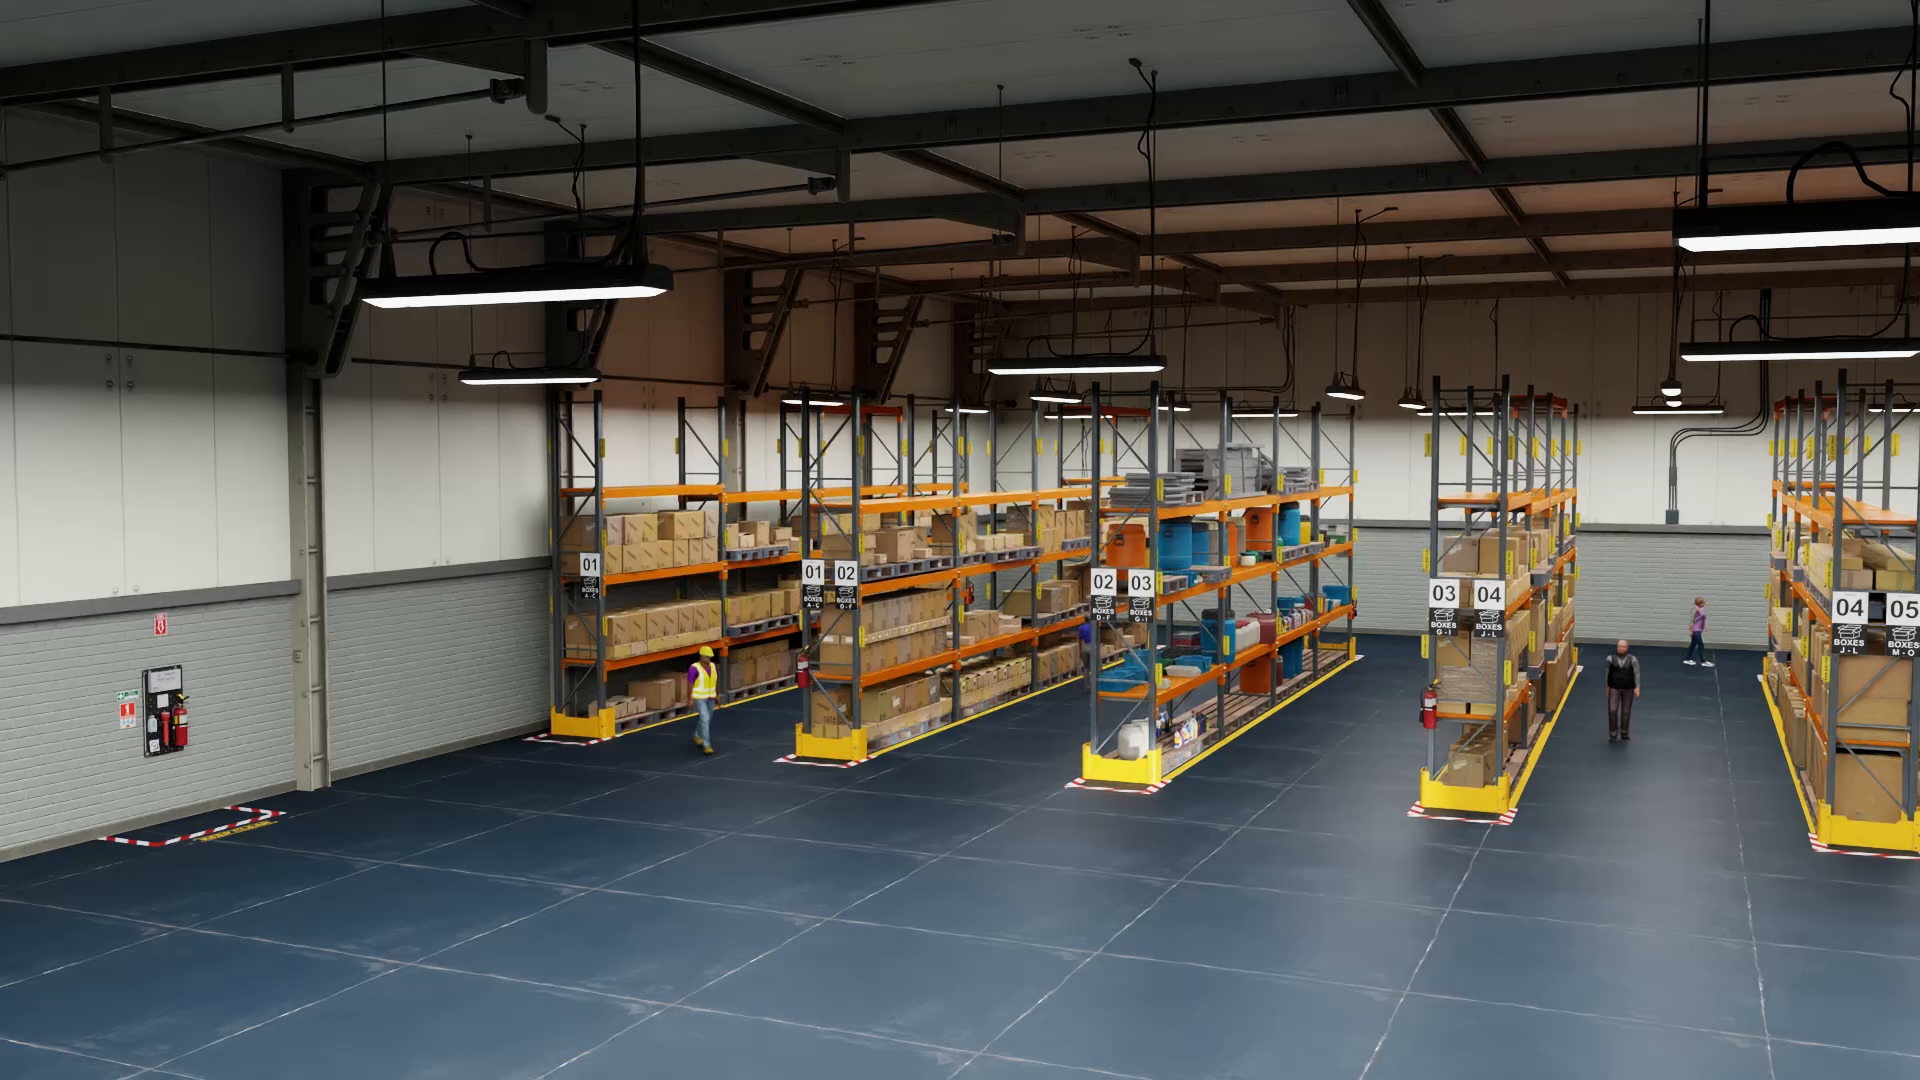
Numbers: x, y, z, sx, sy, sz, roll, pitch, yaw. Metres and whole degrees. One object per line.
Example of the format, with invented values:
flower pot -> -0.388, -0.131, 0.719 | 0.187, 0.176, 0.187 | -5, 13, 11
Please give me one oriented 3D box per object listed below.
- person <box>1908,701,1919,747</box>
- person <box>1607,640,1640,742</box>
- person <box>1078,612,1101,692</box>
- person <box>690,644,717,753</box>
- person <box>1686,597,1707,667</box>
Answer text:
person -> 16.129, 2.611, 27.794 | 0.590, 1.739, 0.484 | 0, 3, 4
person -> 11.333, 2.585, 28.425 | 0.570, 1.743, 0.558 | 3, 4, 42
person -> 2.668, 2.293, 34.016 | 0.490, 1.655, 0.444 | 0, 3, -5
person -> -4.235, 2.605, 27.563 | 0.638, 1.763, 0.599 | 1, 3, 23
person -> 16.943, 2.097, 38.178 | 0.448, 1.590, 0.596 | -2, 4, -27
